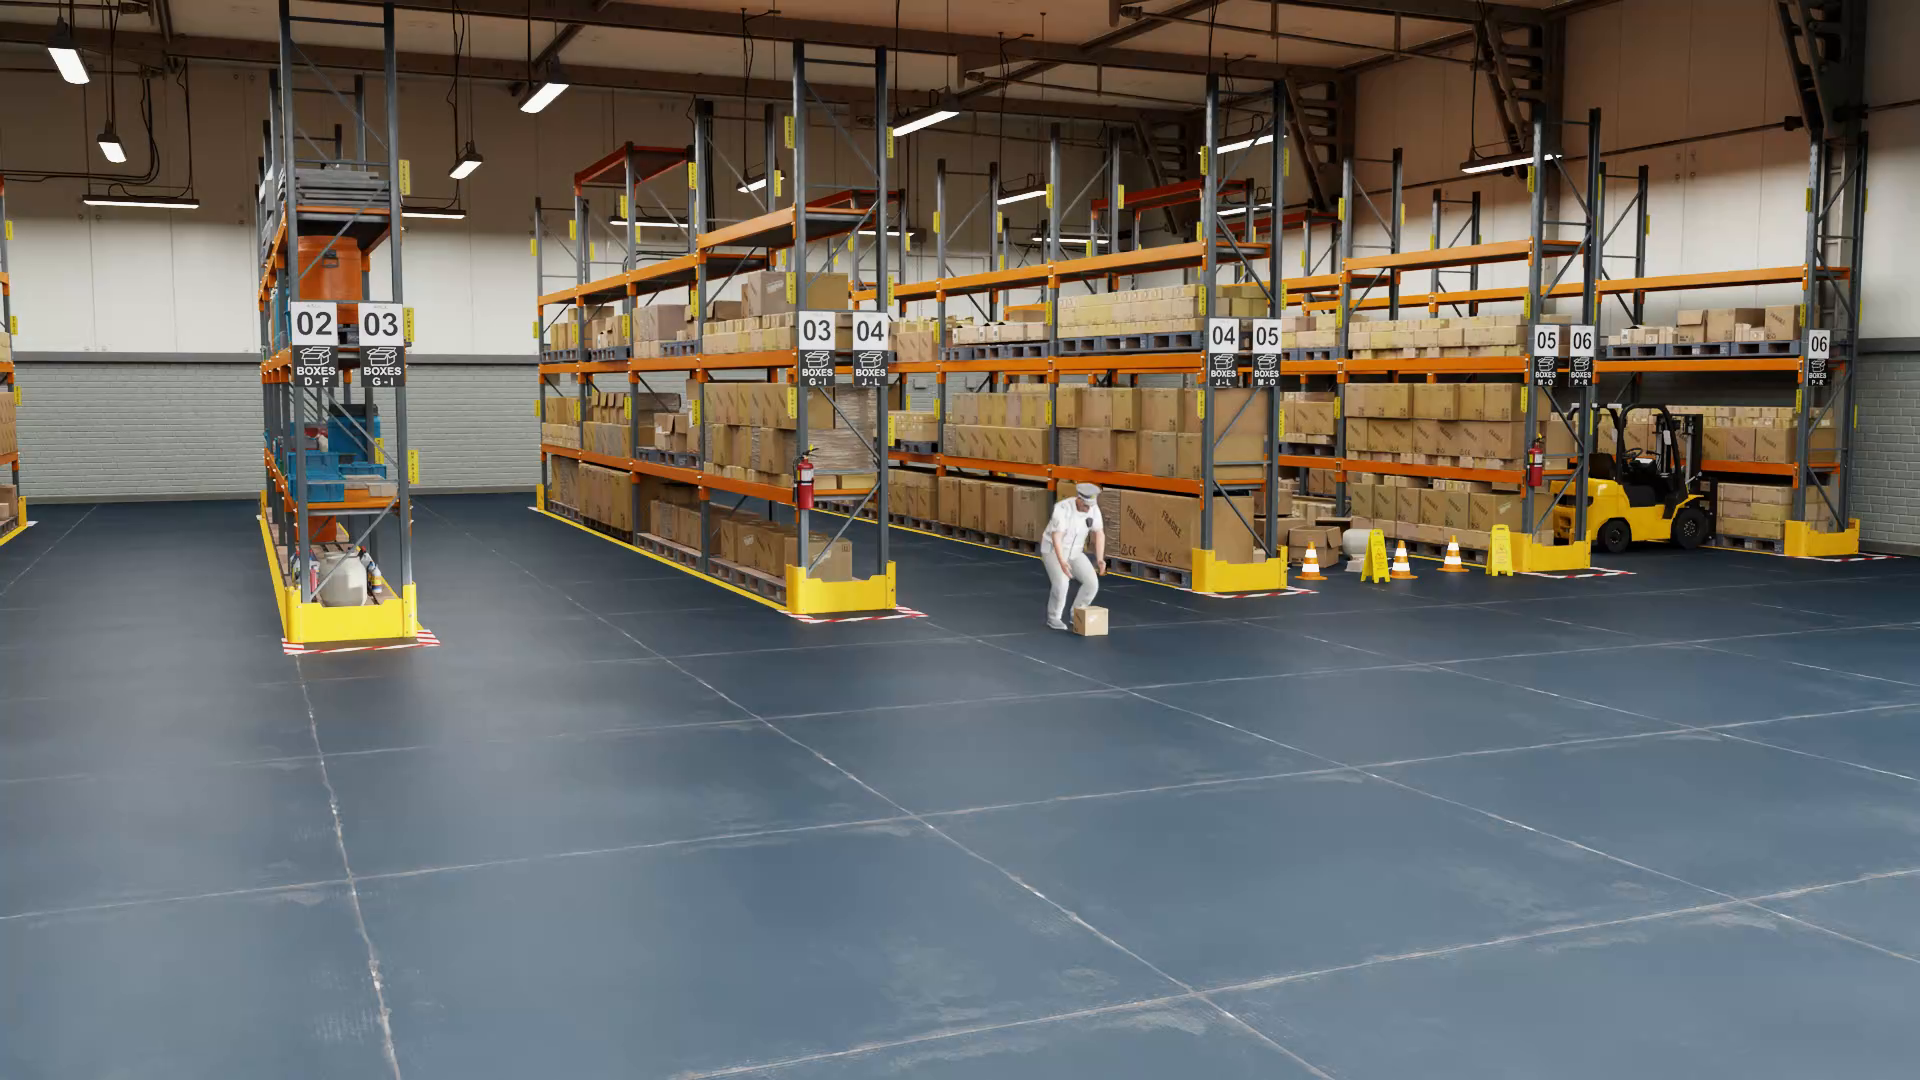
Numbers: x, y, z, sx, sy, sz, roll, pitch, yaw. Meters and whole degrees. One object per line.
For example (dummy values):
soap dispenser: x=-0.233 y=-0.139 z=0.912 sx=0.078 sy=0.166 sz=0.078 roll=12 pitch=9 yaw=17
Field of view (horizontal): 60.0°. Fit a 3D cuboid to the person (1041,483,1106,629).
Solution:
person: x=1.147 y=0.153 z=16.663 sx=0.589 sy=1.468 sz=0.772 roll=-2 pitch=6 yaw=-23
